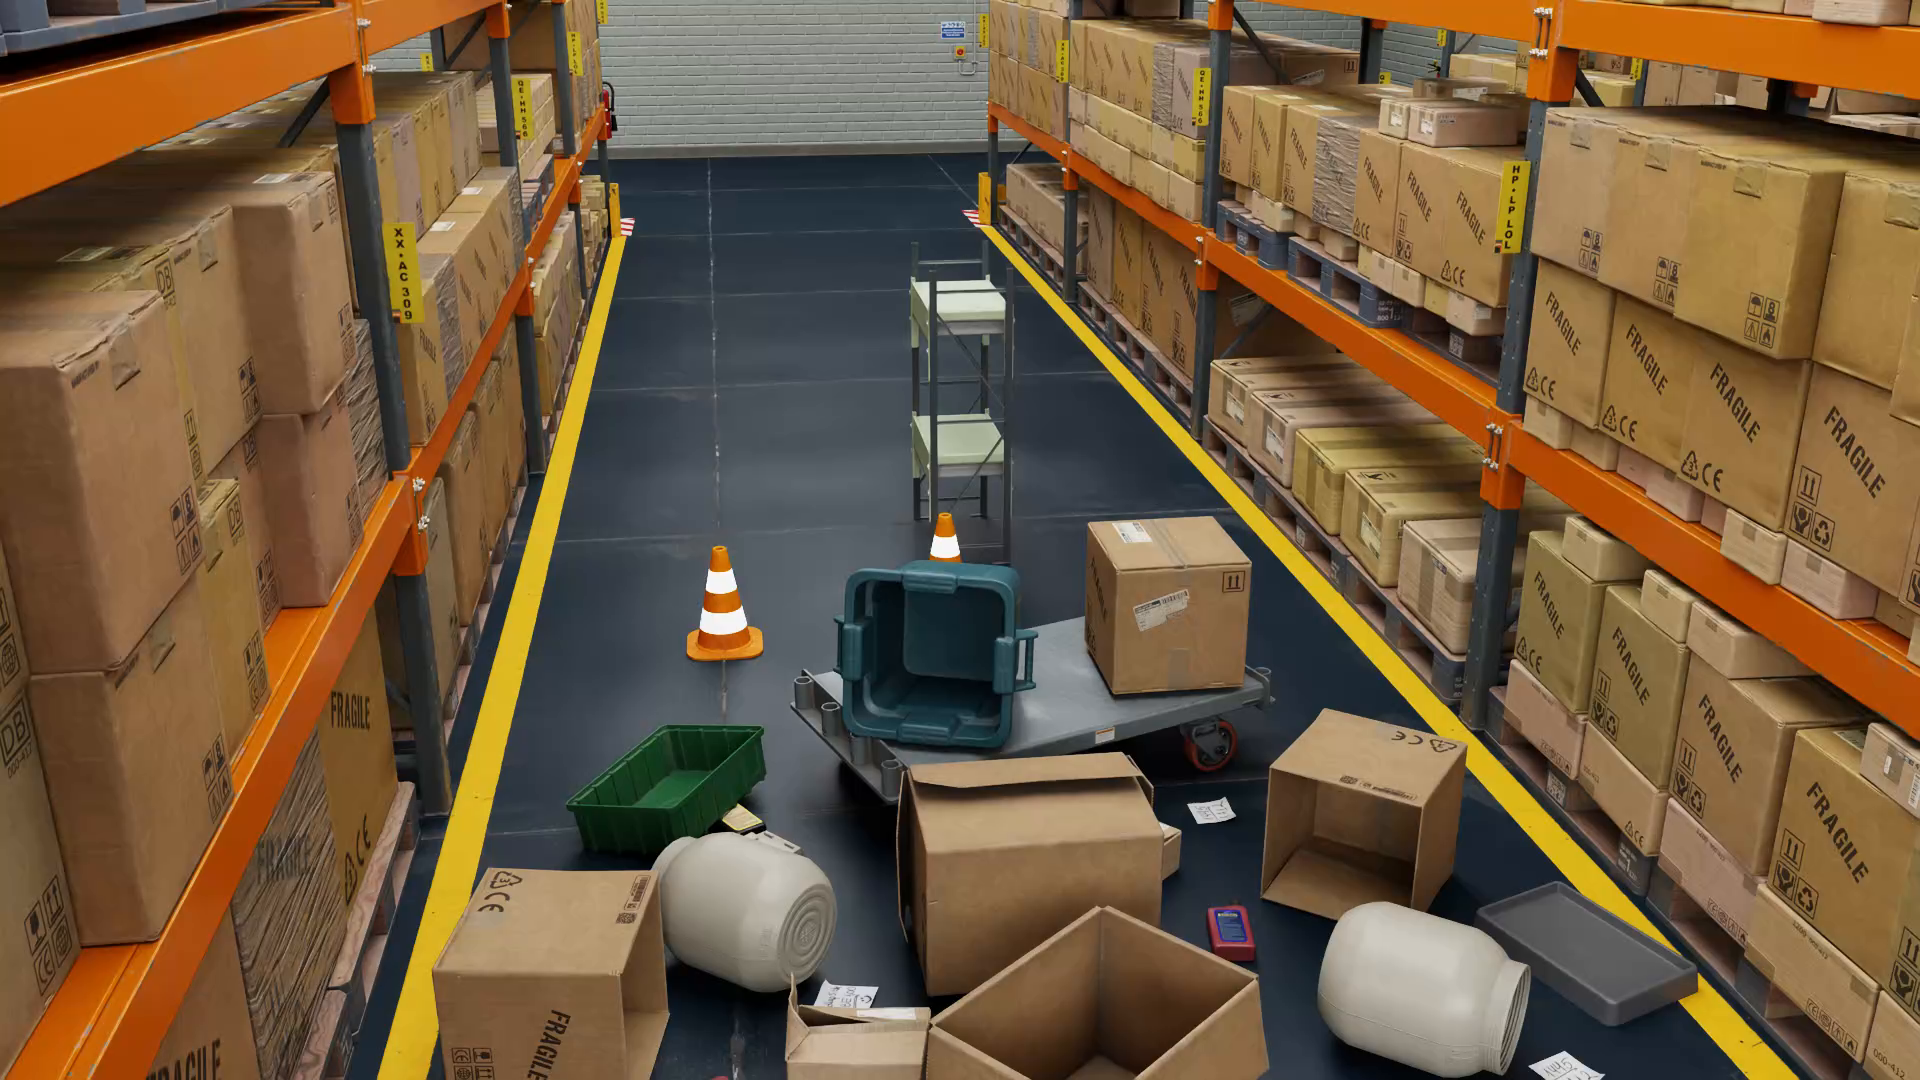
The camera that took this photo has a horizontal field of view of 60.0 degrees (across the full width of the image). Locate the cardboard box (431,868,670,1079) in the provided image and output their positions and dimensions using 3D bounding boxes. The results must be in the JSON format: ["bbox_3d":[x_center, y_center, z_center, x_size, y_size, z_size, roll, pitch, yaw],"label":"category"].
[{"bbox_3d":[-1.115,1.261,4.621,0.500,0.500,0.500,1,20,2],"label":"cardboard box"}]

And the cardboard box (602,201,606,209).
[{"bbox_3d":[-3.726,-3.381,16.531,0.380,0.149,0.250,-3,21,-9],"label":"cardboard box"}]

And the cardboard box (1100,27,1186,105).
[{"bbox_3d":[1.326,-3.449,12.091,0.500,0.500,0.500,-3,21,-9],"label":"cardboard box"}]

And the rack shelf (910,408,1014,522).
[{"bbox_3d":[0.001,-0.395,8.562,0.431,0.370,0.720,-3,21,-8],"label":"rack shelf"}]

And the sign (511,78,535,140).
[{"bbox_3d":[-2.382,-2.351,9.068,0.100,0.325,0.005,-3,21,-8],"label":"sign"}]

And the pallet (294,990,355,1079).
[{"bbox_3d":[-2.143,1.603,4.124,1.003,0.211,1.213,-3,21,-8],"label":"pallet"}]

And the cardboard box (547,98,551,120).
[{"bbox_3d":[-3.216,-3.164,12.233,0.380,0.149,0.250,-3,21,-7],"label":"cardboard box"}]

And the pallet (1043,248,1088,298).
[{"bbox_3d":[1.344,-2.410,14.866,1.003,0.211,1.213,-3,21,-8],"label":"pallet"}]

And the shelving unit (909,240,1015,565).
[{"bbox_3d":[0.001,-0.700,8.448,0.431,1.500,0.755,-3,21,-8],"label":"shelving unit"}]

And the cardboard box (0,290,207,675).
[{"bbox_3d":[-1.910,-0.102,2.946,0.875,0.550,0.550,-3,21,-8],"label":"cardboard box"}]

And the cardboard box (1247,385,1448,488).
[{"bbox_3d":[2.139,-0.578,9.133,0.950,0.372,0.625,-3,21,-9],"label":"cardboard box"}]

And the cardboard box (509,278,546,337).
[{"bbox_3d":[-2.791,-1.407,10.097,0.500,0.250,0.500,-4,21,-10],"label":"cardboard box"}]

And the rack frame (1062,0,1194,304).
[{"bbox_3d":[1.376,-3.449,13.663,1.000,3.000,0.127,-3,21,-8],"label":"rack frame"}]

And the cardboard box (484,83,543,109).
[{"bbox_3d":[-3.144,-3.119,11.689,0.380,0.149,0.250,-3,21,-8],"label":"cardboard box"}]

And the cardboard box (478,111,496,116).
[{"bbox_3d":[-2.878,-2.485,9.990,0.380,0.149,0.250,-3,21,-8],"label":"cardboard box"}]

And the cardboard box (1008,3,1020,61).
[{"bbox_3d":[0.750,-4.812,15.741,0.500,0.500,0.500,-3,21,-8],"label":"cardboard box"}]

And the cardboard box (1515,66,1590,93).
[{"bbox_3d":[5.754,-4.458,16.154,0.500,0.250,0.500,-3,21,-9],"label":"cardboard box"}]

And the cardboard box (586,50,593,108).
[{"bbox_3d":[-3.551,-4.066,14.747,0.500,0.500,0.500,-2,21,-5],"label":"cardboard box"}]

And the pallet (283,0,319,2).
[{"bbox_3d":[-2.535,-2.025,5.837,0.805,0.209,1.217,-4,21,-10],"label":"pallet"}]

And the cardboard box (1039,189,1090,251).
[{"bbox_3d":[1.262,-2.978,15.464,0.875,0.438,0.875,-4,21,-9],"label":"cardboard box"}]

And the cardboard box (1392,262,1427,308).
[{"bbox_3d":[2.089,-1.102,7.138,0.380,0.149,0.250,-3,21,-9],"label":"cardboard box"}]

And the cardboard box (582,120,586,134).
[{"bbox_3d":[-3.463,-3.615,14.466,0.380,0.149,0.250,-2,21,-5],"label":"cardboard box"}]

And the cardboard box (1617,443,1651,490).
[{"bbox_3d":[2.414,-0.261,5.486,0.380,0.149,0.250,-3,21,-8],"label":"cardboard box"}]

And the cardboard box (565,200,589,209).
[{"bbox_3d":[-3.552,-2.976,15.021,0.380,0.149,0.250,-3,21,-7],"label":"cardboard box"}]

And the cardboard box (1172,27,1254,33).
[{"bbox_3d":[1.825,-3.467,12.139,0.500,0.500,0.500,-2,21,-6],"label":"cardboard box"}]

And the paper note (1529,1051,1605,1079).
[{"bbox_3d":[1.708,1.493,4.676,0.142,0.019,0.148,-11,23,-26],"label":"paper note"}]

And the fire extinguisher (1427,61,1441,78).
[{"bbox_3d":[5.232,-4.902,18.197,0.296,0.674,0.183,-3,21,-8],"label":"fire extinguisher"}]

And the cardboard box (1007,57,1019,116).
[{"bbox_3d":[0.741,-4.349,15.931,0.500,0.500,0.500,-3,21,-8],"label":"cardboard box"}]

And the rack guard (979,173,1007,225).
[{"bbox_3d":[0.796,-3.671,17.831,1.175,0.500,0.348,-3,21,-8],"label":"rack guard"}]

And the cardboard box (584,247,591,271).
[{"bbox_3d":[-3.243,-2.306,13.653,0.380,0.149,0.250,-2,21,-5],"label":"cardboard box"}]

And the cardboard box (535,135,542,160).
[{"bbox_3d":[-3.064,-2.665,11.323,0.380,0.149,0.250,-2,21,-5],"label":"cardboard box"}]

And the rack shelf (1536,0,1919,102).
[{"bbox_3d":[2.818,-1.055,3.994,1.077,0.370,4.000,-3,21,-8],"label":"rack shelf"}]

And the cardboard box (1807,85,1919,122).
[{"bbox_3d":[6.446,-3.116,12.025,0.797,0.503,0.637,-3,21,-9],"label":"cardboard box"}]

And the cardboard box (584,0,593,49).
[{"bbox_3d":[-3.615,-4.703,15.023,0.500,0.500,0.500,-2,21,-5],"label":"cardboard box"}]

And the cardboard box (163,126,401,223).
[{"bbox_3d":[-2.508,-1.259,6.228,0.700,0.500,0.500,-3,21,-9],"label":"cardboard box"}]

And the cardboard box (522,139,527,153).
[{"bbox_3d":[-2.957,-2.535,10.549,0.380,0.149,0.250,-3,21,-8],"label":"cardboard box"}]

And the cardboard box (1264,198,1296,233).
[{"bbox_3d":[1.836,-1.728,8.815,0.380,0.149,0.250,-3,21,-7],"label":"cardboard box"}]

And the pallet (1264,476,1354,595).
[{"bbox_3d":[2.237,-0.065,8.590,1.003,0.211,1.213,-3,21,-8],"label":"pallet"}]

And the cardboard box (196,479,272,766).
[{"bbox_3d":[-2.051,0.223,3.617,0.875,0.550,0.500,-3,21,-8],"label":"cardboard box"}]

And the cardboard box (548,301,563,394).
[{"bbox_3d":[-2.856,-1.237,10.712,0.500,0.500,0.500,-3,21,-7],"label":"cardboard box"}]

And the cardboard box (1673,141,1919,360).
[{"bbox_3d":[2.476,-0.817,4.620,0.700,0.500,0.500,-3,21,-9],"label":"cardboard box"}]

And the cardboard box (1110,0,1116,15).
[{"bbox_3d":[1.086,-4.455,13.859,0.380,0.149,0.250,-2,21,-6],"label":"cardboard box"}]

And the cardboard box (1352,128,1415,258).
[{"bbox_3d":[2.095,-1.561,7.440,0.500,0.500,0.500,-2,21,-6],"label":"cardboard box"}]

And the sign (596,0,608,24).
[{"bbox_3d":[-3.532,-5.261,16.407,0.100,0.325,0.005,-3,21,-8],"label":"sign"}]

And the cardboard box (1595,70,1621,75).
[{"bbox_3d":[6.332,-4.307,15.749,0.500,0.250,0.500,-2,21,-7],"label":"cardboard box"}]

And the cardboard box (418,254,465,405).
[{"bbox_3d":[-2.237,-0.812,6.459,0.500,0.500,0.500,-3,21,-7],"label":"cardboard box"}]

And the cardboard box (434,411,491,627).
[{"bbox_3d":[-2.668,-0.082,7.263,1.050,0.750,0.750,-3,21,-8],"label":"cardboard box"}]

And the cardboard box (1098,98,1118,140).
[{"bbox_3d":[1.310,-3.091,12.205,0.500,0.250,0.500,-3,21,-7],"label":"cardboard box"}]

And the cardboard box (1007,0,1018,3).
[{"bbox_3d":[0.665,-5.243,15.967,0.380,0.149,0.250,-4,21,-10],"label":"cardboard box"}]

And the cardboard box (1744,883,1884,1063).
[{"bbox_3d":[2.575,1.170,4.625,0.500,0.250,0.500,-4,21,-10],"label":"cardboard box"}]

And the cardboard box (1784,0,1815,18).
[{"bbox_3d":[2.483,-1.491,4.492,0.380,0.149,0.250,-4,21,-9],"label":"cardboard box"}]

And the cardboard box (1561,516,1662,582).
[{"bbox_3d":[2.306,0.021,5.702,0.380,0.149,0.250,-3,21,-7],"label":"cardboard box"}]

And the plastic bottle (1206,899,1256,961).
[{"bbox_3d":[0.860,1.239,5.311,0.133,0.061,0.283,1,20,2],"label":"plastic bottle"}]

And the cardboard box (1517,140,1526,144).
[{"bbox_3d":[2.673,-1.412,7.041,0.500,0.500,0.500,-3,21,-8],"label":"cardboard box"}]

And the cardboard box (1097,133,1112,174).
[{"bbox_3d":[1.313,-2.856,12.289,0.500,0.250,0.500,-3,21,-8],"label":"cardboard box"}]

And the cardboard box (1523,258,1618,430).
[{"bbox_3d":[2.317,-0.699,5.732,0.500,0.500,0.500,-3,21,-8],"label":"cardboard box"}]
